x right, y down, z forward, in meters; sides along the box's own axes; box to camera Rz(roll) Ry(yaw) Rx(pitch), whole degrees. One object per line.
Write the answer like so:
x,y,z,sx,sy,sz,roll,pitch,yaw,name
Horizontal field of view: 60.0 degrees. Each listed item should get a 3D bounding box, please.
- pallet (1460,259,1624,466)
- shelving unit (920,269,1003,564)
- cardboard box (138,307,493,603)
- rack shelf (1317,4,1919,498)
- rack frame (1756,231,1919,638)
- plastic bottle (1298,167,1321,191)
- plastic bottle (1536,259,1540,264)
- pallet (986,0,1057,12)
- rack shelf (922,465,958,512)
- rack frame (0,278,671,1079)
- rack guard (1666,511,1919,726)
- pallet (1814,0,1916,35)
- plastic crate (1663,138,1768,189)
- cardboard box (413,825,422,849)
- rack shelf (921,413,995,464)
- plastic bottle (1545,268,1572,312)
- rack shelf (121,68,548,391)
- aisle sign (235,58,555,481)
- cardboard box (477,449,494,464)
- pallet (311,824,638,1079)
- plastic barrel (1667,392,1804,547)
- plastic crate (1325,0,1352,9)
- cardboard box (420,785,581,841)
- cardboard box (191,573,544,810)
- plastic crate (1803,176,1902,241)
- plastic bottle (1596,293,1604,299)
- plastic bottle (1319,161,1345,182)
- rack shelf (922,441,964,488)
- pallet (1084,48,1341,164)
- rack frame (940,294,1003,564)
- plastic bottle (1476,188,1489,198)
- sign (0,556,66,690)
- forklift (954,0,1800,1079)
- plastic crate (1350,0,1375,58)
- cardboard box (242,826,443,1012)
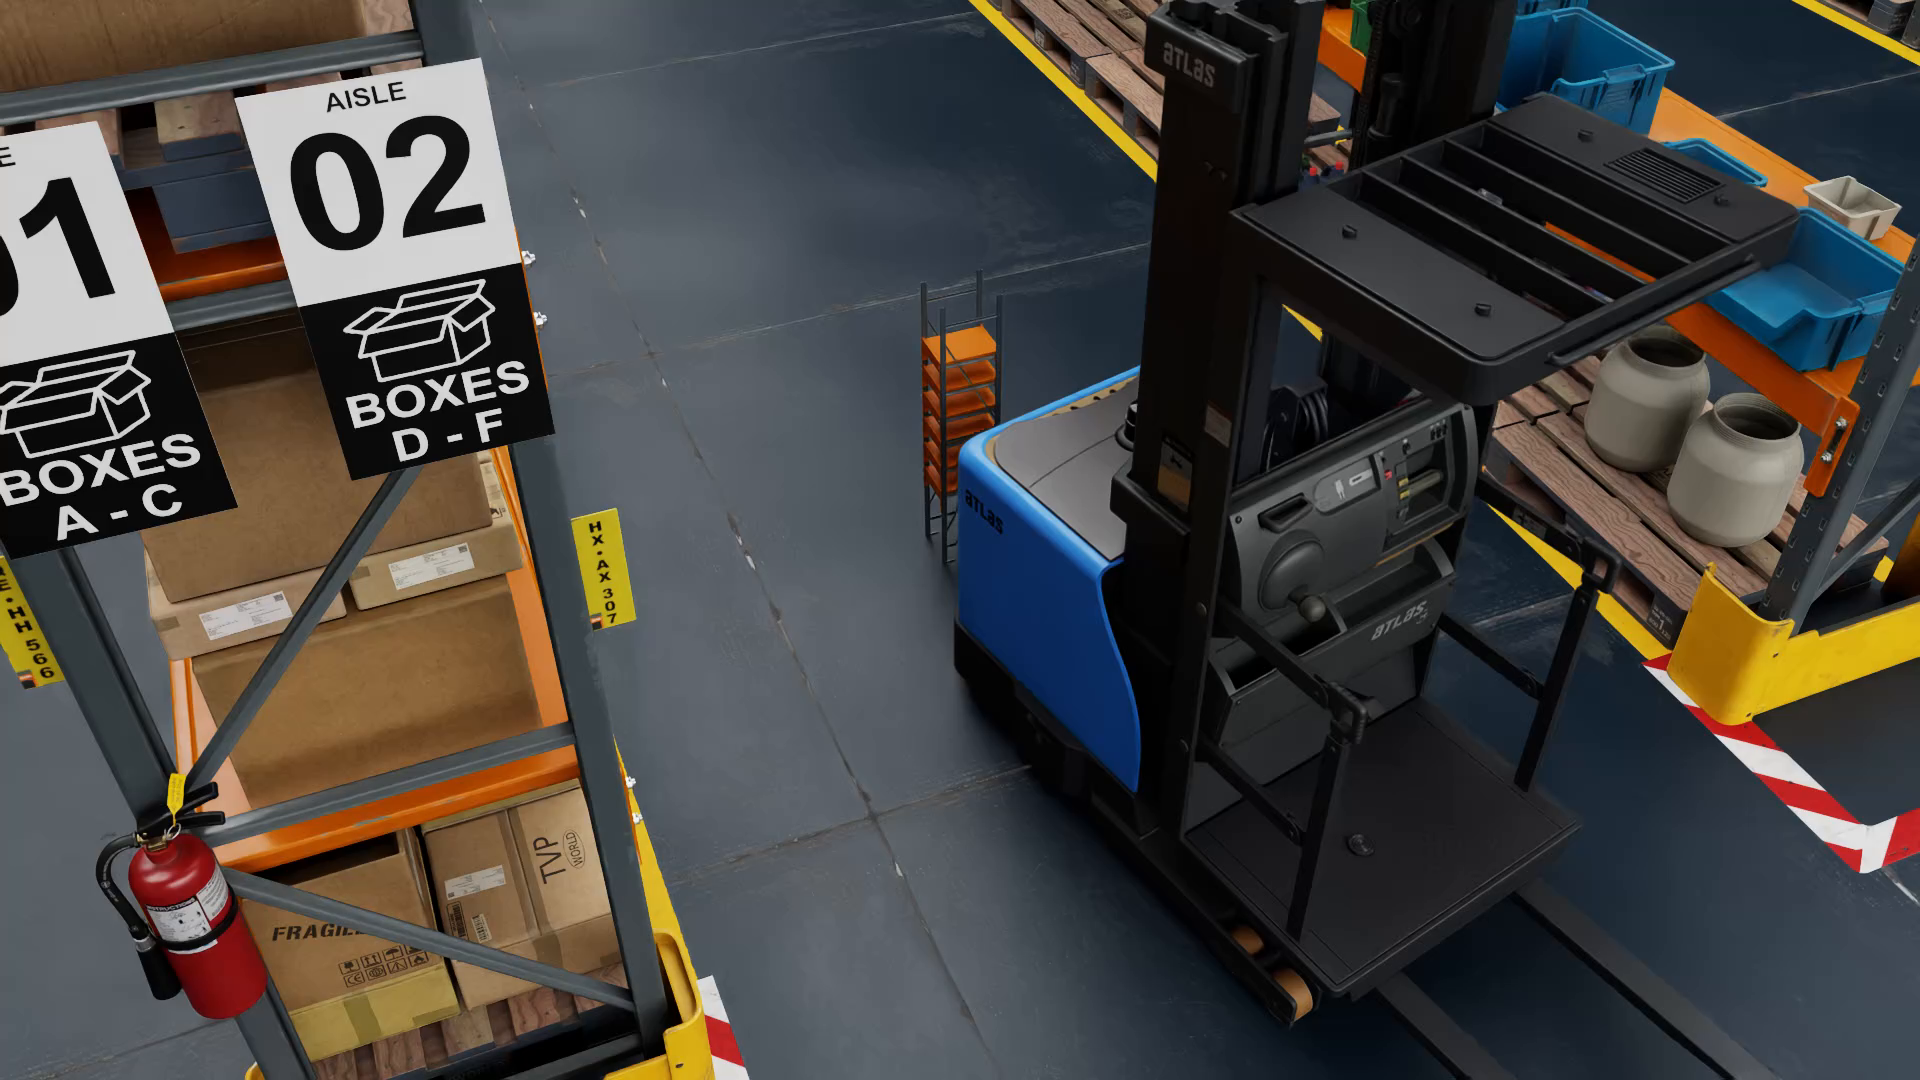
2.442,-0.874,7.604,1.003,0.211,1.213,-15,43,-17,pallet
0.006,-0.446,6.349,0.258,1.200,0.189,-15,43,-17,shelving unit
-1.482,-0.285,3.709,0.700,0.500,0.500,-15,43,-17,cardboard box
2.518,-1.604,6.867,1.077,0.370,4.000,-15,43,-17,rack shelf
3.283,-0.672,5.231,1.000,3.000,0.127,-15,43,-17,rack frame
1.678,-1.655,8.068,0.144,0.351,0.185,-14,43,-16,plastic bottle
2.670,-1.274,7.740,0.097,0.201,0.097,0,41,0,plastic bottle
0.483,-3.958,11.191,1.003,0.211,1.213,-15,43,-17,pallet
0.006,-0.231,6.534,0.258,0.103,0.180,-15,43,-17,rack shelf
-1.295,0.561,3.797,1.000,3.000,0.127,-15,43,-17,rack frame
3.211,0.241,6.086,1.175,0.500,0.348,-15,43,-17,rack guard
6.030,-3.729,10.924,1.003,0.211,1.213,-15,43,-17,pallet
2.572,-1.235,6.000,0.499,0.251,0.408,-15,43,-17,plastic crate
-1.975,0.897,5.193,0.500,0.250,0.500,-15,43,-17,cardboard box
0.006,-0.413,6.378,0.258,0.103,0.180,-15,43,-17,rack shelf
2.746,-1.181,7.578,0.097,0.271,0.097,0,41,0,plastic bottle
-2.060,-1.508,4.454,1.077,0.370,4.000,-15,43,-17,rack shelf
-0.986,-0.461,2.992,0.394,0.787,0.004,-15,43,-17,aisle sign
-1.349,-0.171,4.074,0.380,0.149,0.250,-16,43,-18,cardboard box
-1.626,1.168,5.230,1.003,0.211,1.213,-15,43,-17,pallet
2.961,-0.266,6.344,0.421,0.512,0.421,0,41,0,plastic barrel
1.836,-2.711,7.650,0.767,0.338,0.504,-15,43,-17,plastic crate
-1.489,0.766,5.346,0.500,0.250,0.500,-15,43,-17,cardboard box
-1.461,0.239,4.095,0.700,0.500,0.500,-15,43,-17,cardboard box
3.238,-1.192,6.037,0.298,0.136,0.250,-15,43,-17,plastic crate
2.838,-1.010,7.433,0.097,0.201,0.097,0,41,0,plastic bottle
1.811,-1.691,8.110,0.144,0.351,0.185,-15,43,-17,plastic bottle
0.006,-0.322,6.456,0.258,0.103,0.180,-15,43,-17,rack shelf
1.416,-2.488,9.481,1.003,0.211,1.213,-15,43,-17,pallet
0.041,-0.391,6.285,0.240,1.200,0.006,-15,43,-17,rack frame
2.462,-1.618,8.025,0.144,0.351,0.185,-15,43,-17,plastic bottle
-1.801,0.159,3.194,0.100,0.325,0.005,-15,43,-17,sign
1.235,-0.013,4.517,1.130,2.935,3.031,-25,46,-26,forklift
2.011,-2.113,7.070,0.450,0.188,0.662,-15,43,-17,plastic crate
-1.775,0.911,4.601,0.500,0.500,0.500,-15,43,-17,cardboard box
